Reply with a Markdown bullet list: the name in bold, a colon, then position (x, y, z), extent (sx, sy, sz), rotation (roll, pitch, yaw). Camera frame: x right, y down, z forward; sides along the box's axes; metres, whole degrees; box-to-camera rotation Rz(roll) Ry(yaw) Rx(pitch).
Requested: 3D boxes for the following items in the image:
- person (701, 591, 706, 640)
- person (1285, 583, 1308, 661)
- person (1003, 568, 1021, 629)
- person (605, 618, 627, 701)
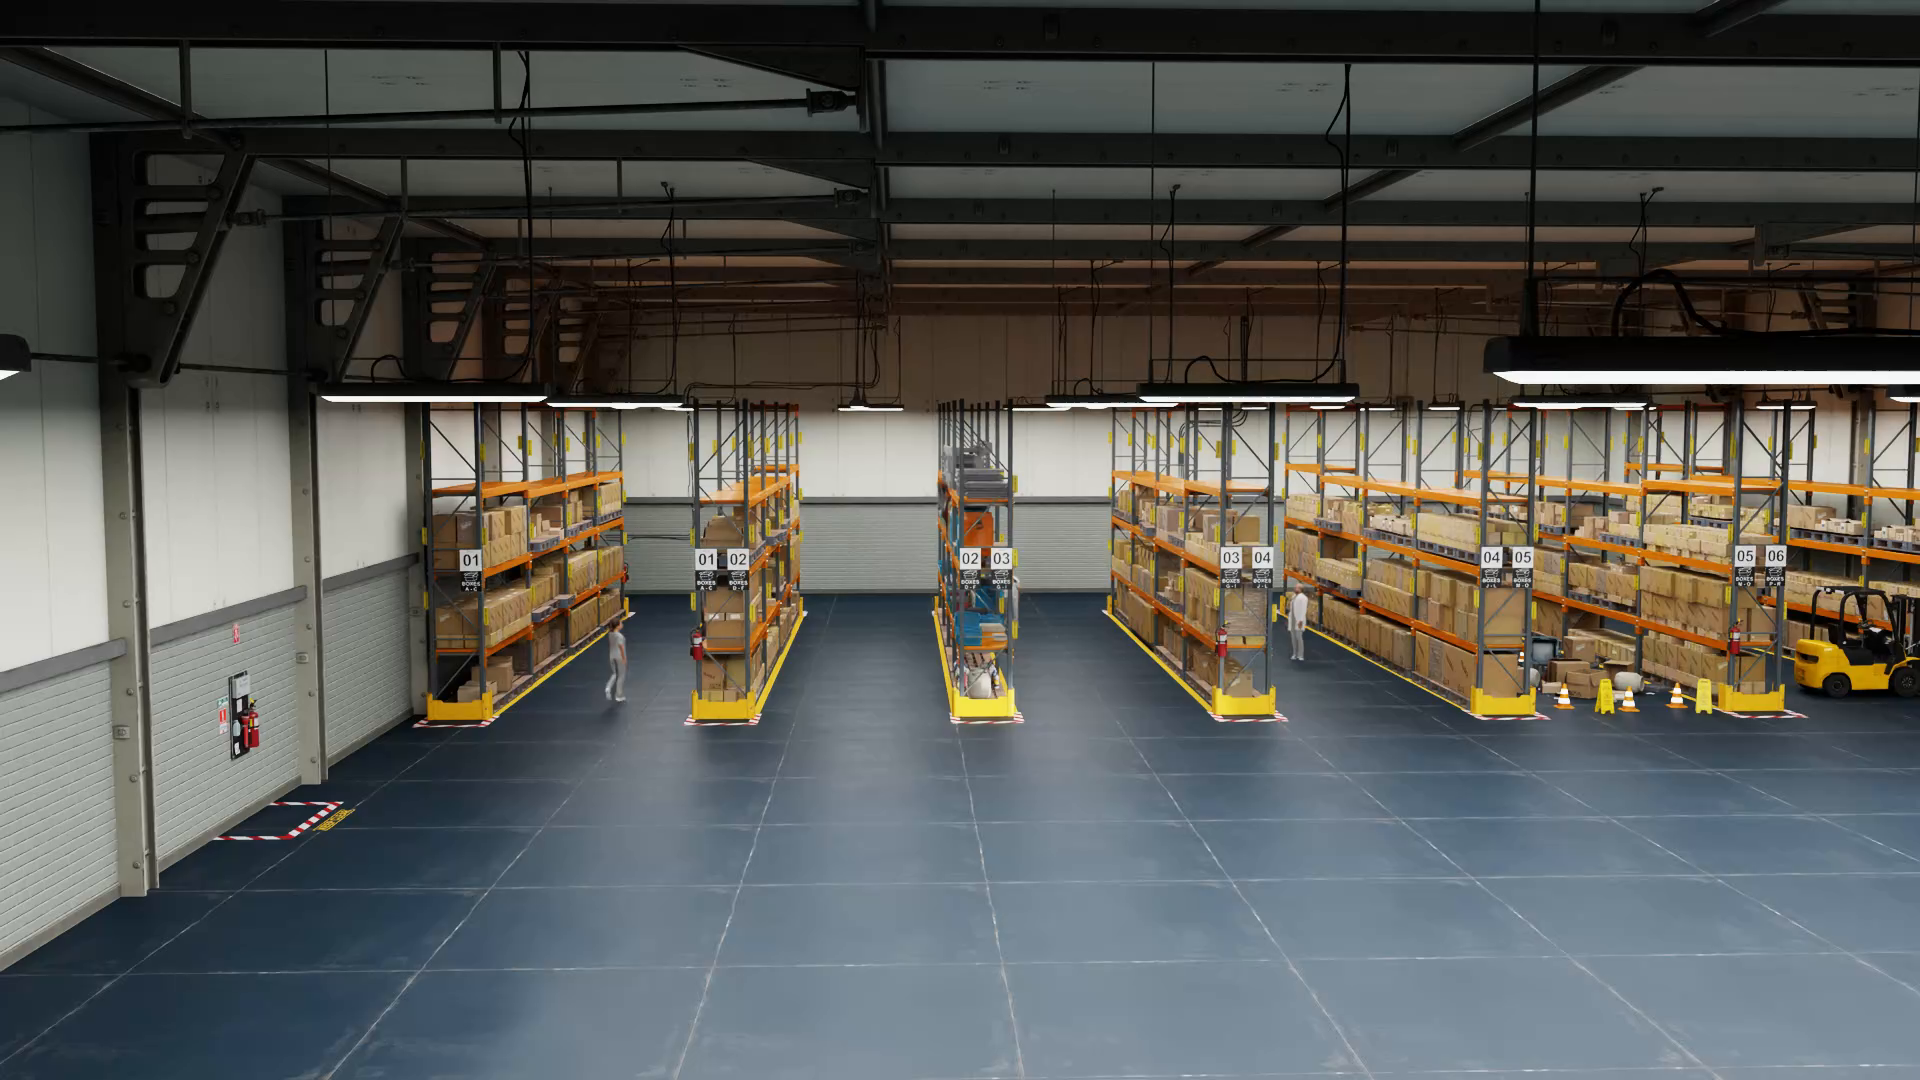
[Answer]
- **person**: position (-6.359, 1.686, 41.799), extent (0.437, 1.715, 0.611), rotation (0, 4, -6)
- **person**: position (7.870, 1.927, 38.841), extent (0.456, 1.838, 0.597), rotation (-4, 6, -41)
- **person**: position (1.367, 1.547, 44.413), extent (0.525, 1.621, 0.978), rotation (-1, 4, -8)
- **person**: position (-6.821, 2.375, 32.967), extent (0.442, 1.662, 0.524), rotation (2, 5, 28)
